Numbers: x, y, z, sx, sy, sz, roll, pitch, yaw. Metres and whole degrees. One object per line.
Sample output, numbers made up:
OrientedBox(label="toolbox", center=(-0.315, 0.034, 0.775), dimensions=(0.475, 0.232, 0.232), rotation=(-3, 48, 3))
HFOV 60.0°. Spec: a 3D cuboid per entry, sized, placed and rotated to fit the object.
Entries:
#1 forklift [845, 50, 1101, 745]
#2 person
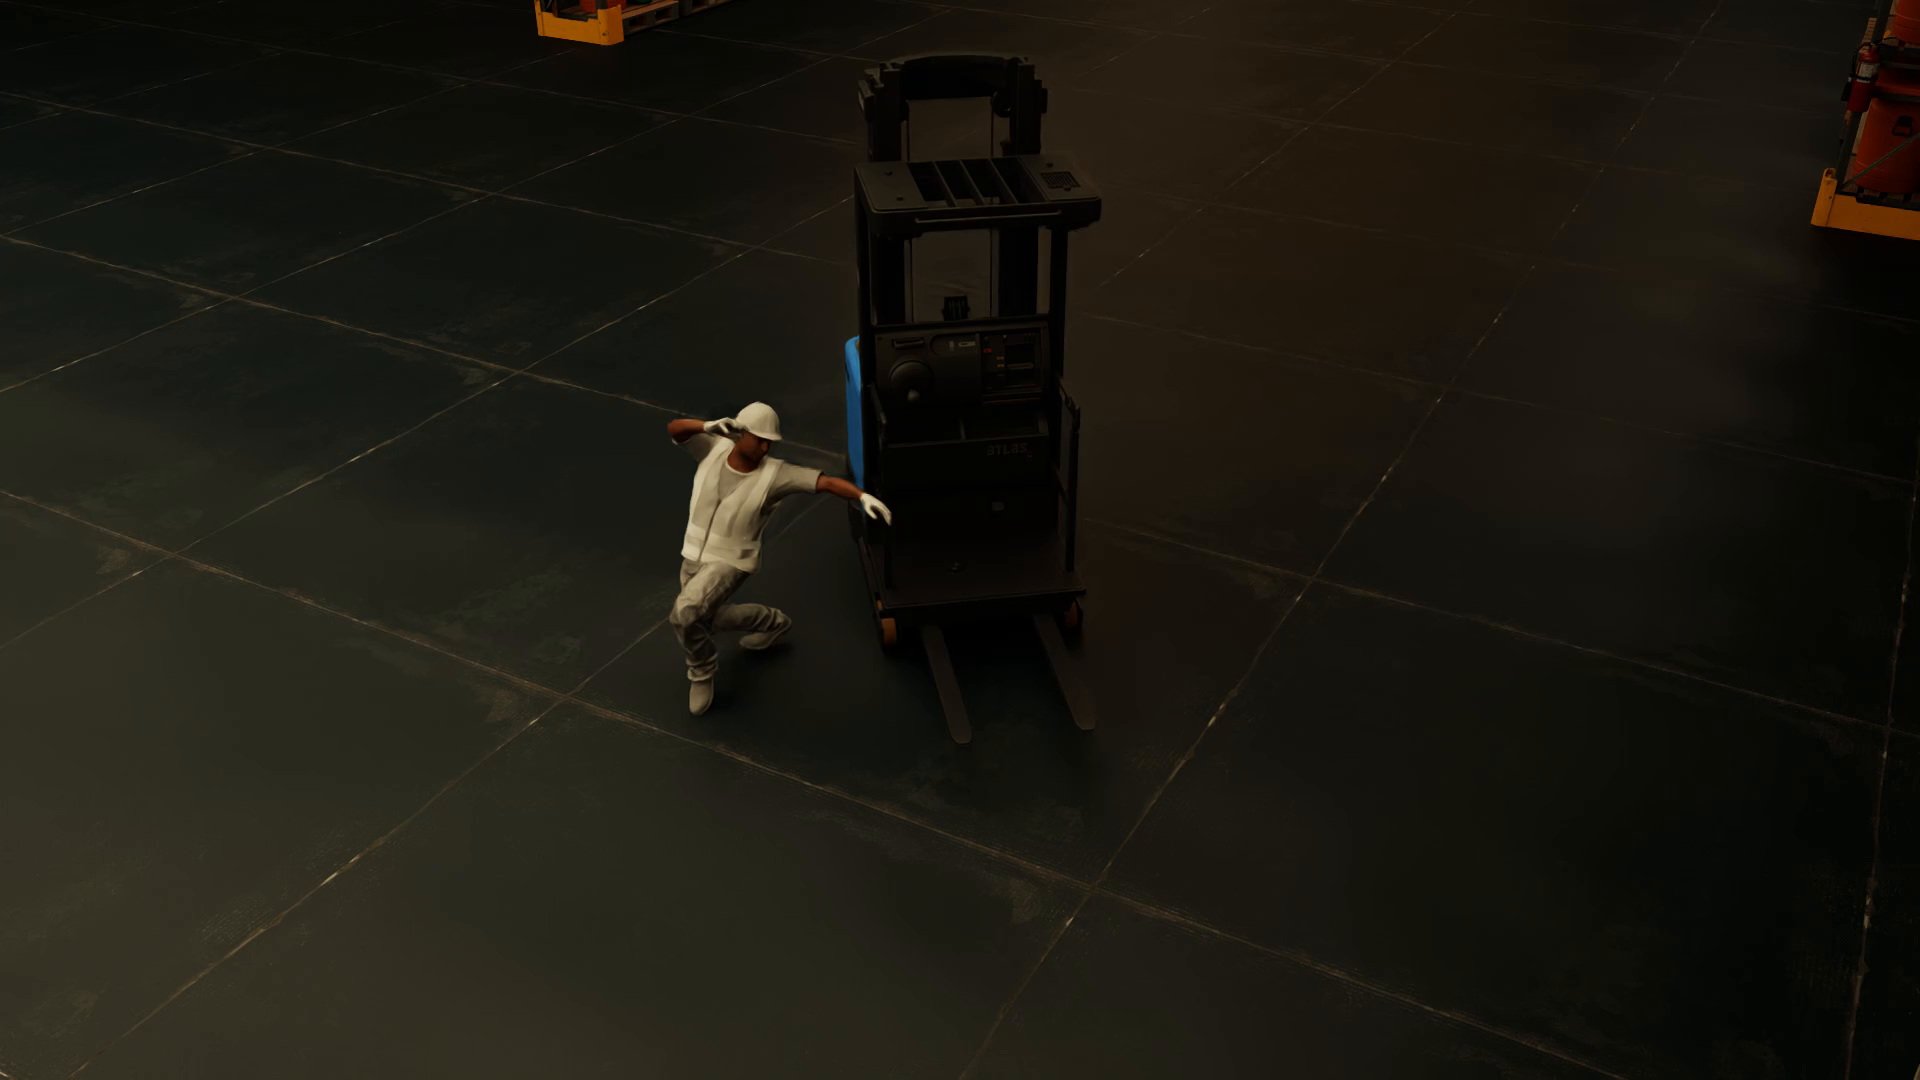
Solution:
OrientedBox(label="forklift", center=(0.057, -0.883, 8.601), dimensions=(1.130, 2.935, 3.031), rotation=(-5, 30, -9))
OrientedBox(label="person", center=(-0.983, 0.128, 8.271), dimensions=(1.108, 1.541, 0.889), rotation=(20, 36, 31))
